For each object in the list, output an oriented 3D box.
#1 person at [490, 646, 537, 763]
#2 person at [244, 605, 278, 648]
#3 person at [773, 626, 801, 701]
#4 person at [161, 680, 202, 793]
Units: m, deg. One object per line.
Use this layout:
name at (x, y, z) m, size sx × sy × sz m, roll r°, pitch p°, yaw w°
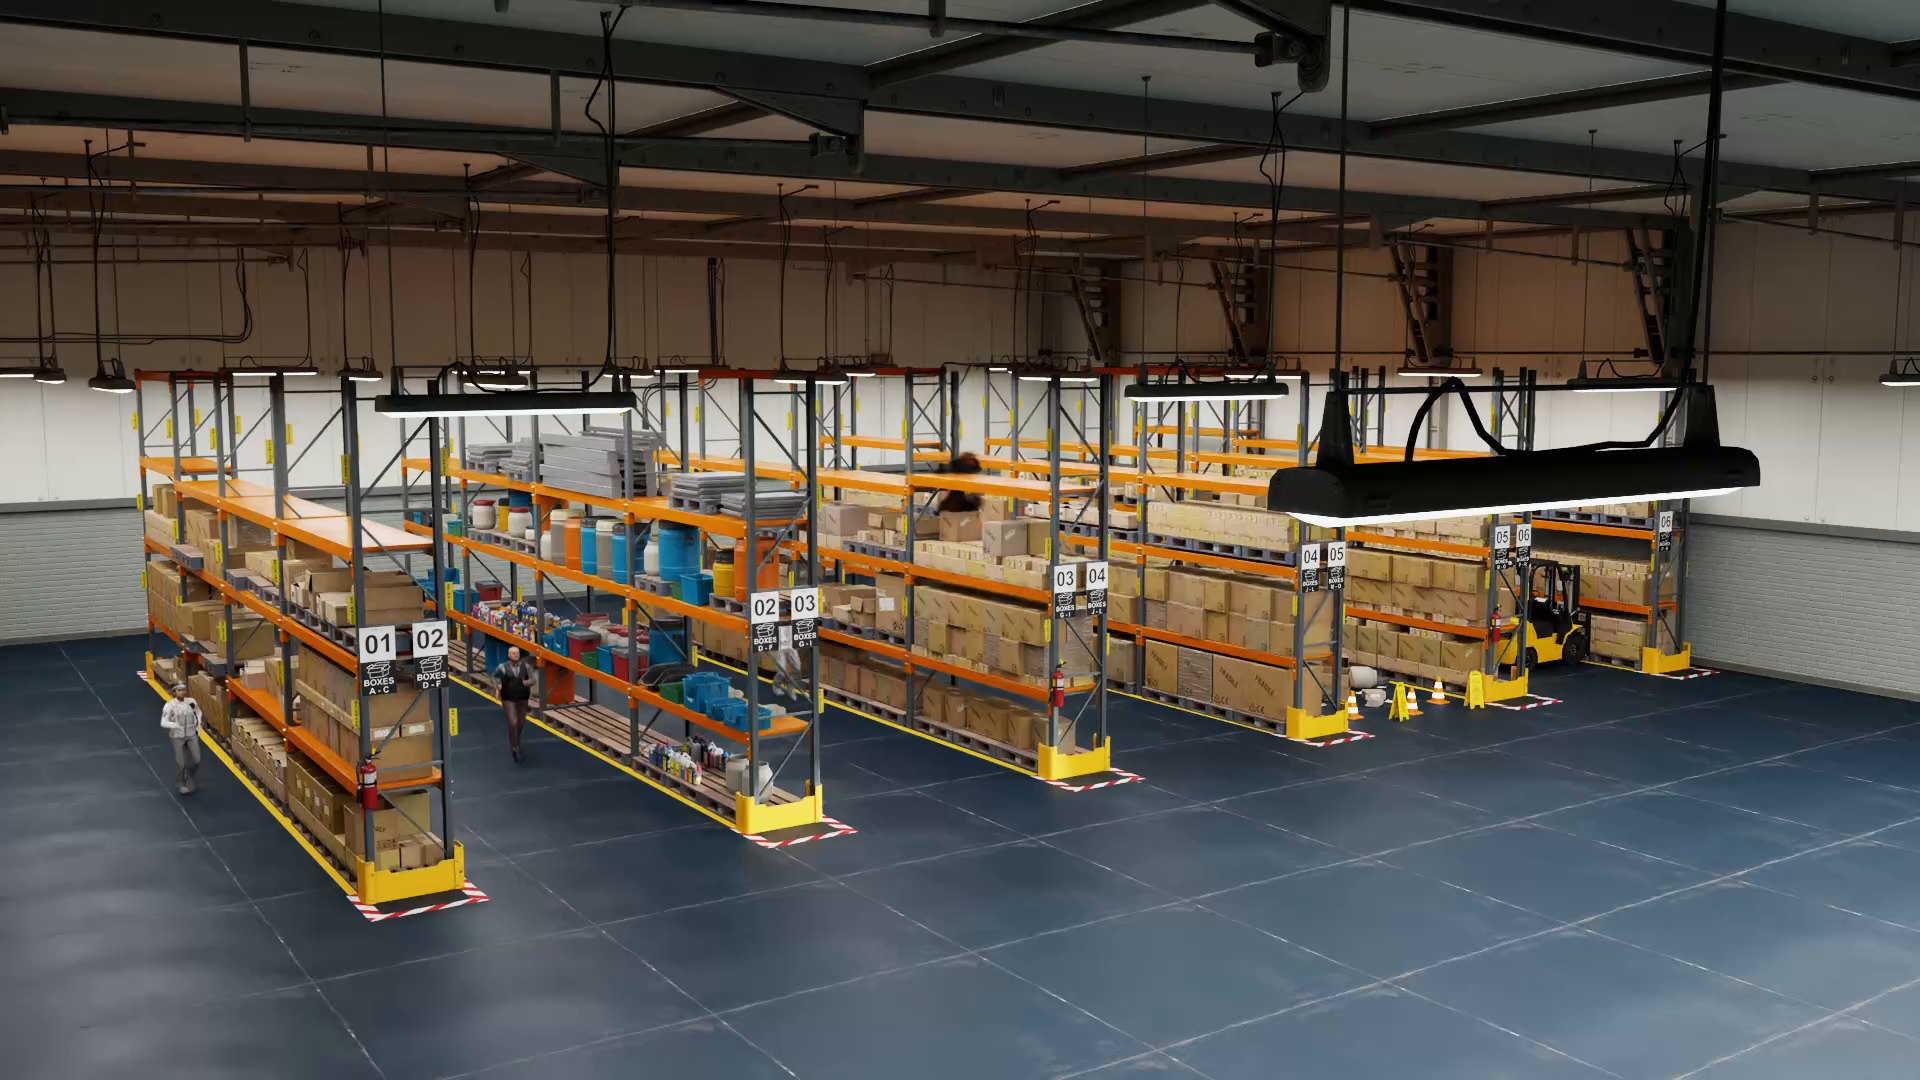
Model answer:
person at (-6.937, 2.523, 25.956) m, size 0.645 × 1.734 × 0.894 m, roll -4°, pitch 8°, yaw -32°
person at (-14.259, 1.673, 33.931) m, size 0.851 × 1.661 × 0.649 m, roll 1°, pitch 7°, yaw 12°
person at (-3.048, 1.960, 29.250) m, size 0.697 × 1.820 × 0.673 m, roll -4°, pitch 8°, yaw -33°
person at (-11.062, 2.816, 23.759) m, size 0.600 × 1.657 × 0.566 m, roll -6°, pitch 9°, yaw -41°
